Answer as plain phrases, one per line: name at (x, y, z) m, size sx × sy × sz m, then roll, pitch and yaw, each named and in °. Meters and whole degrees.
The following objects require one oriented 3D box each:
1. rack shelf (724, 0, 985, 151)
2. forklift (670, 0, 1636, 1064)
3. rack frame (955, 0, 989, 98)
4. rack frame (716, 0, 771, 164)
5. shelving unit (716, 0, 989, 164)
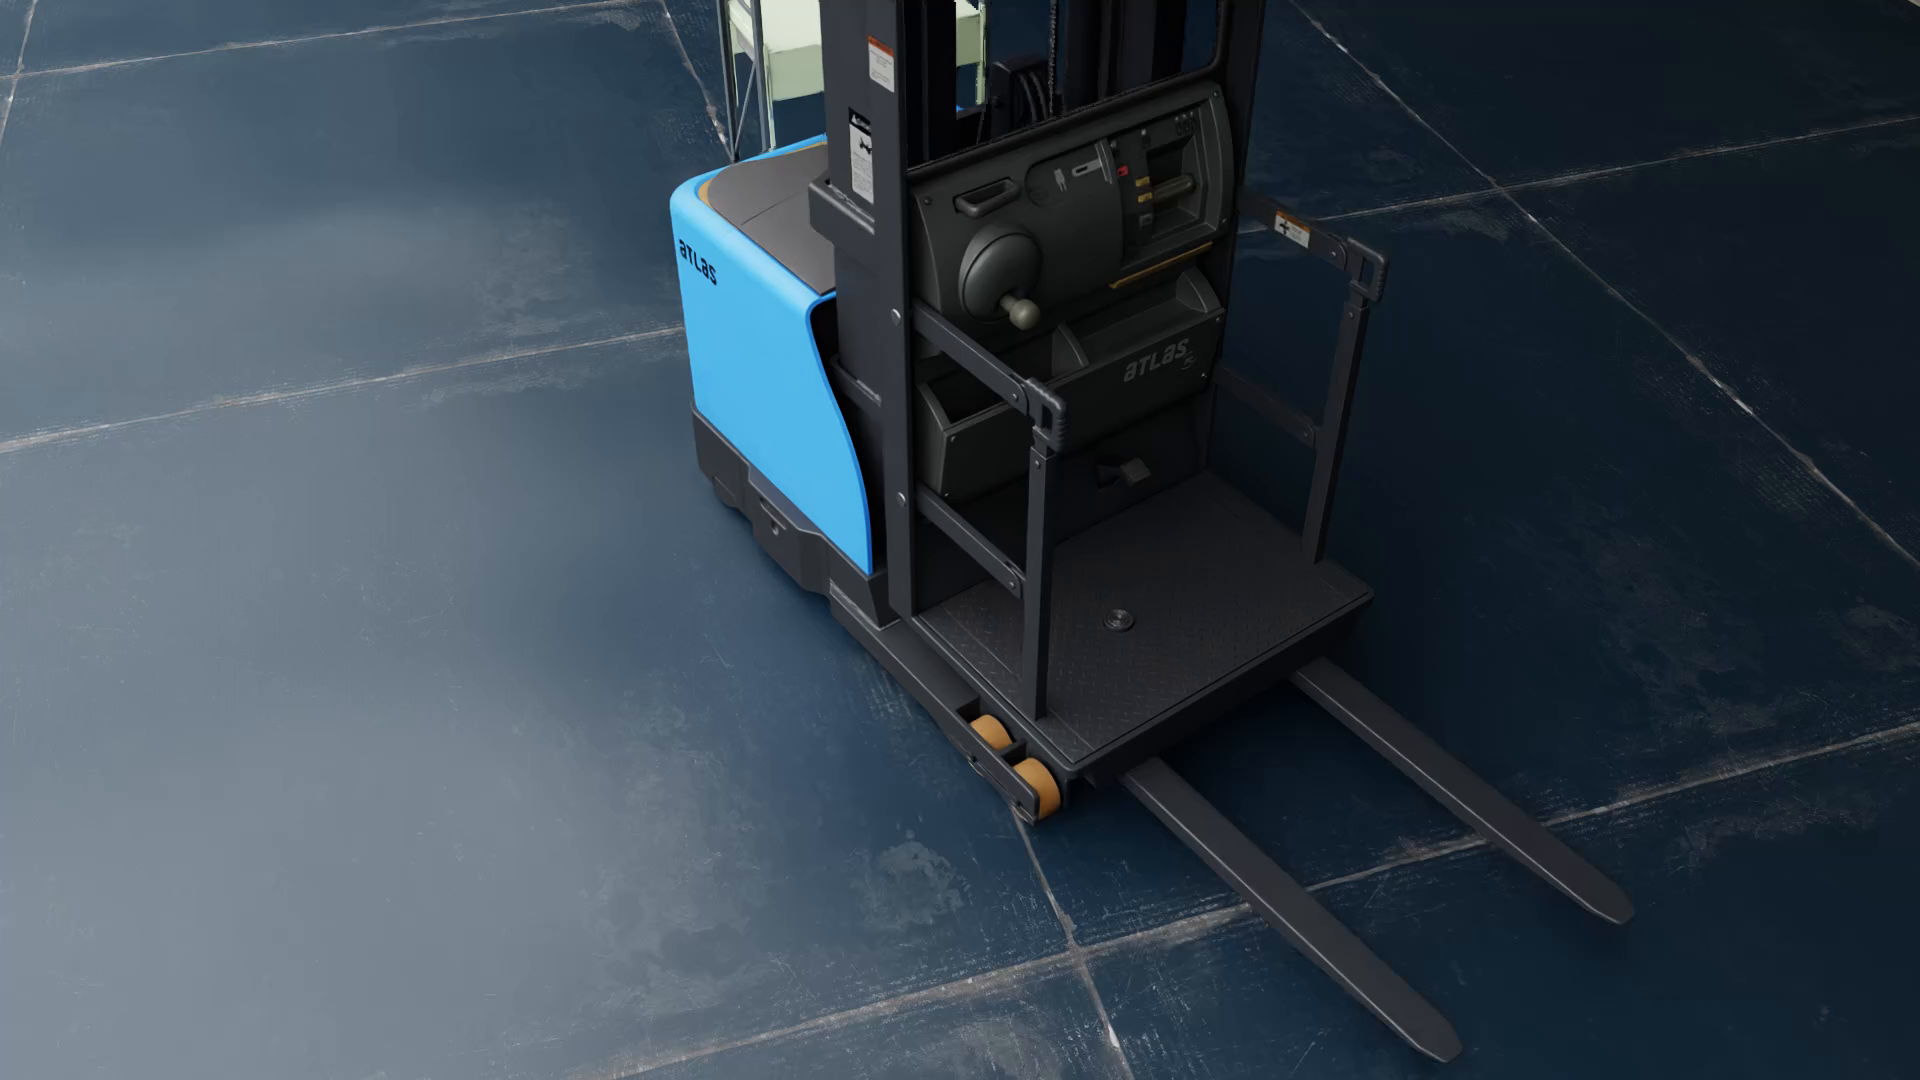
rack shelf at (-0.336, -1.537, 5.276) m, size 0.720 × 0.370 × 0.431 m, roll -17°, pitch 44°, yaw -18°
forklift at (0.424, -0.729, 3.857) m, size 1.130 × 2.935 × 3.031 m, roll -26°, pitch 47°, yaw -27°
rack frame at (-0.002, -1.342, 5.647) m, size 0.023 × 1.500 × 0.400 m, roll -17°, pitch 44°, yaw -18°
rack frame at (-0.669, -1.144, 5.420) m, size 0.023 × 1.500 × 0.400 m, roll -17°, pitch 44°, yaw -18°
shelving unit at (-0.336, -1.243, 5.533) m, size 0.755 × 1.500 × 0.431 m, roll -17°, pitch 44°, yaw -18°
